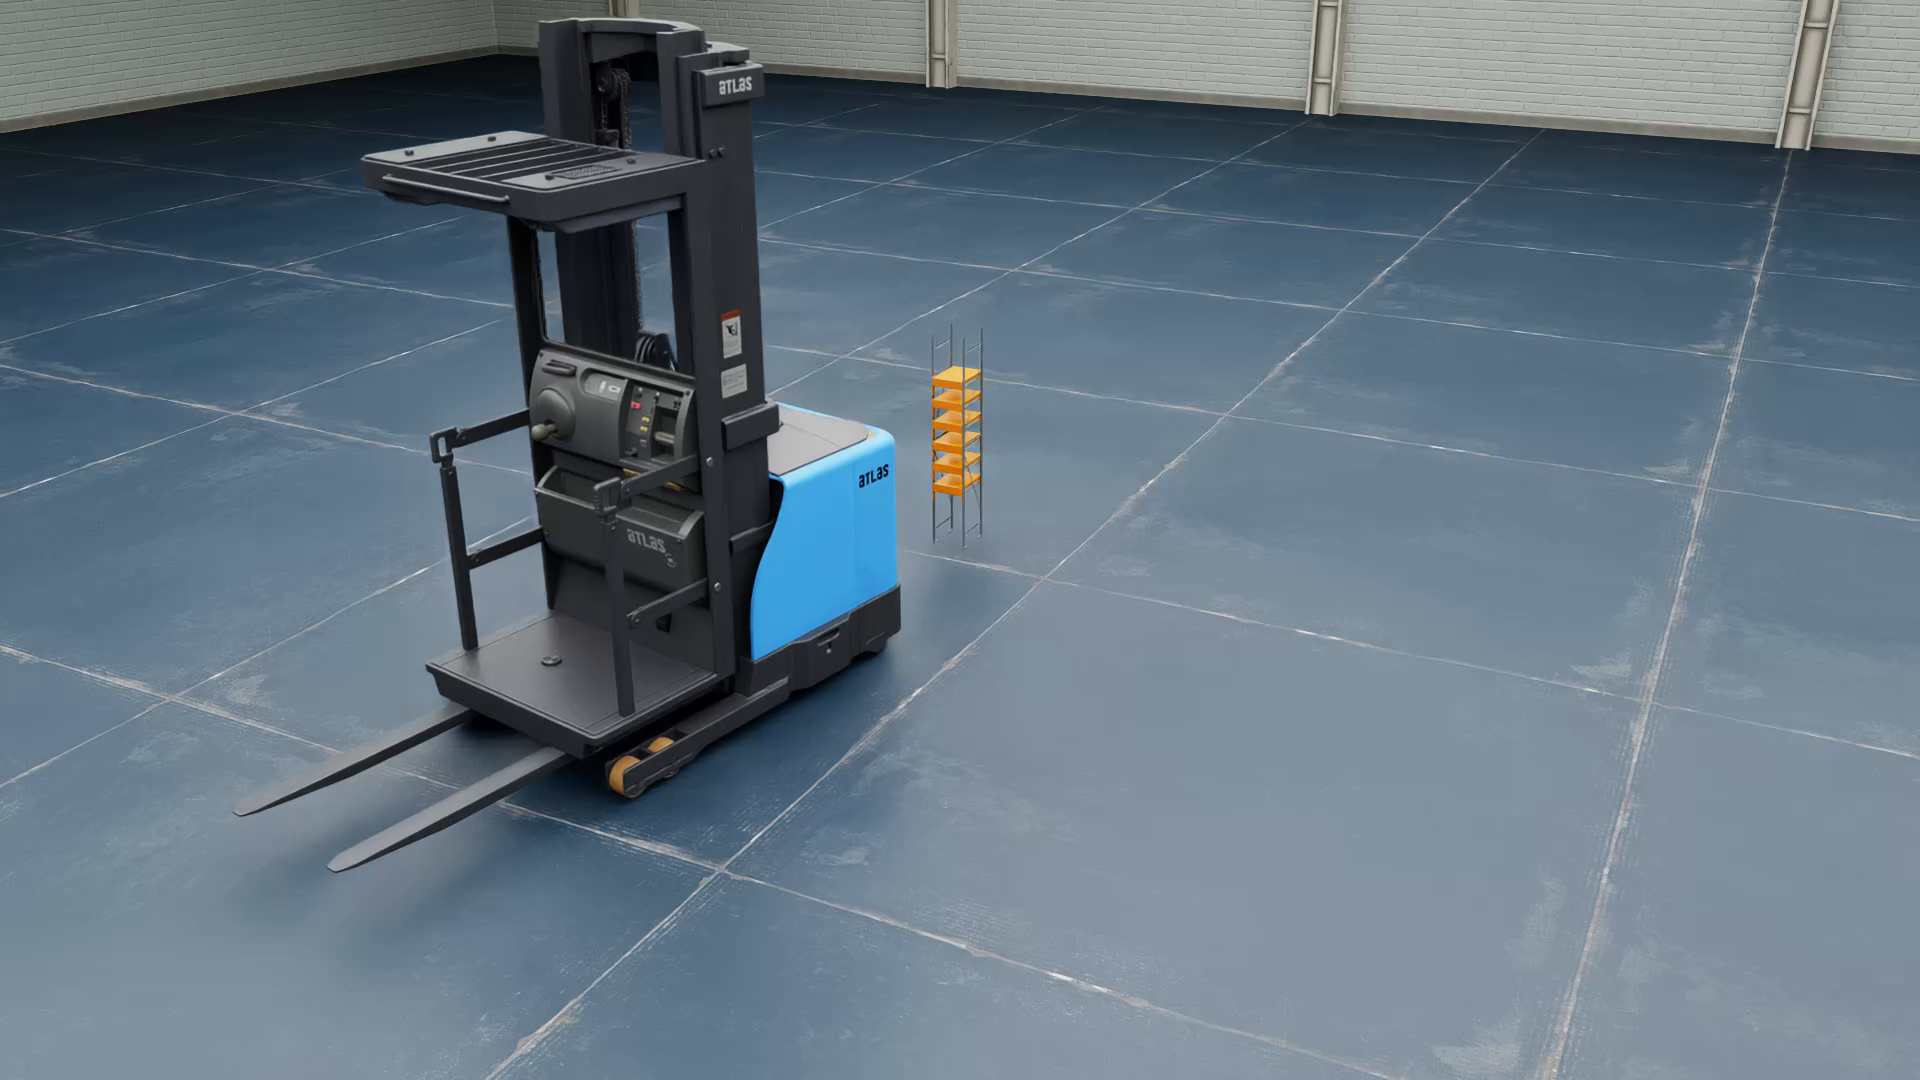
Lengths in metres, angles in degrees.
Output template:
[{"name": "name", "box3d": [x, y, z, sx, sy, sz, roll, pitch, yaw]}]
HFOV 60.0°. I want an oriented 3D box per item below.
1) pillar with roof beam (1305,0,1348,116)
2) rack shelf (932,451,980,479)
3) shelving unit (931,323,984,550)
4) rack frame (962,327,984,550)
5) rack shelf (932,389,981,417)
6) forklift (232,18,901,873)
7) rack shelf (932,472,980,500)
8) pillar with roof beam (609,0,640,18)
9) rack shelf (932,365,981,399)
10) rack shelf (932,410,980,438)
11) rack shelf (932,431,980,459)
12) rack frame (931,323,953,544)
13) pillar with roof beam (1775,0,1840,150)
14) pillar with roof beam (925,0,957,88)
[{"name": "pillar with roof beam", "box3d": [3.127, -8.616, 18.010, 0.400, 9.000, 9.100, 11, 25, 25]}, {"name": "rack shelf", "box3d": [-0.013, -0.403, 9.086, 0.180, 0.103, 0.258, 11, 25, 25]}, {"name": "shelving unit", "box3d": [-0.013, -0.555, 9.021, 0.189, 1.200, 0.258, 11, 25, 25]}, {"name": "rack frame", "box3d": [0.069, -0.539, 8.983, 0.006, 1.200, 0.240, 11, 25, 25]}, {"name": "rack shelf", "box3d": [-0.013, -0.735, 8.945, 0.180, 0.103, 0.258, 11, 25, 25]}, {"name": "forklift", "box3d": [-1.573, -0.516, 6.717, 1.130, 2.935, 3.031, 16, 28, 34]}, {"name": "rack shelf", "box3d": [-0.013, -0.293, 9.133, 0.180, 0.103, 0.258, 11, 25, 25]}, {"name": "pillar with roof beam", "box3d": [-7.582, -10.735, 22.993, 0.400, 9.000, 9.100, 11, 25, 25]}, {"name": "rack shelf", "box3d": [-0.013, -0.845, 8.898, 0.180, 0.103, 0.258, 11, 25, 25]}, {"name": "rack shelf", "box3d": [-0.013, -0.624, 8.992, 0.180, 0.103, 0.258, 11, 25, 25]}, {"name": "rack shelf", "box3d": [-0.013, -0.514, 9.039, 0.180, 0.103, 0.258, 11, 25, 25]}, {"name": "rack frame", "box3d": [-0.095, -0.571, 9.059, 0.006, 1.200, 0.240, 11, 25, 25]}, {"name": "pillar with roof beam", "box3d": [8.481, -7.556, 15.519, 0.400, 9.000, 9.100, 11, 25, 25]}, {"name": "pillar with roof beam", "box3d": [-2.228, -9.675, 20.502, 0.400, 9.000, 9.100, 11, 25, 25]}]
